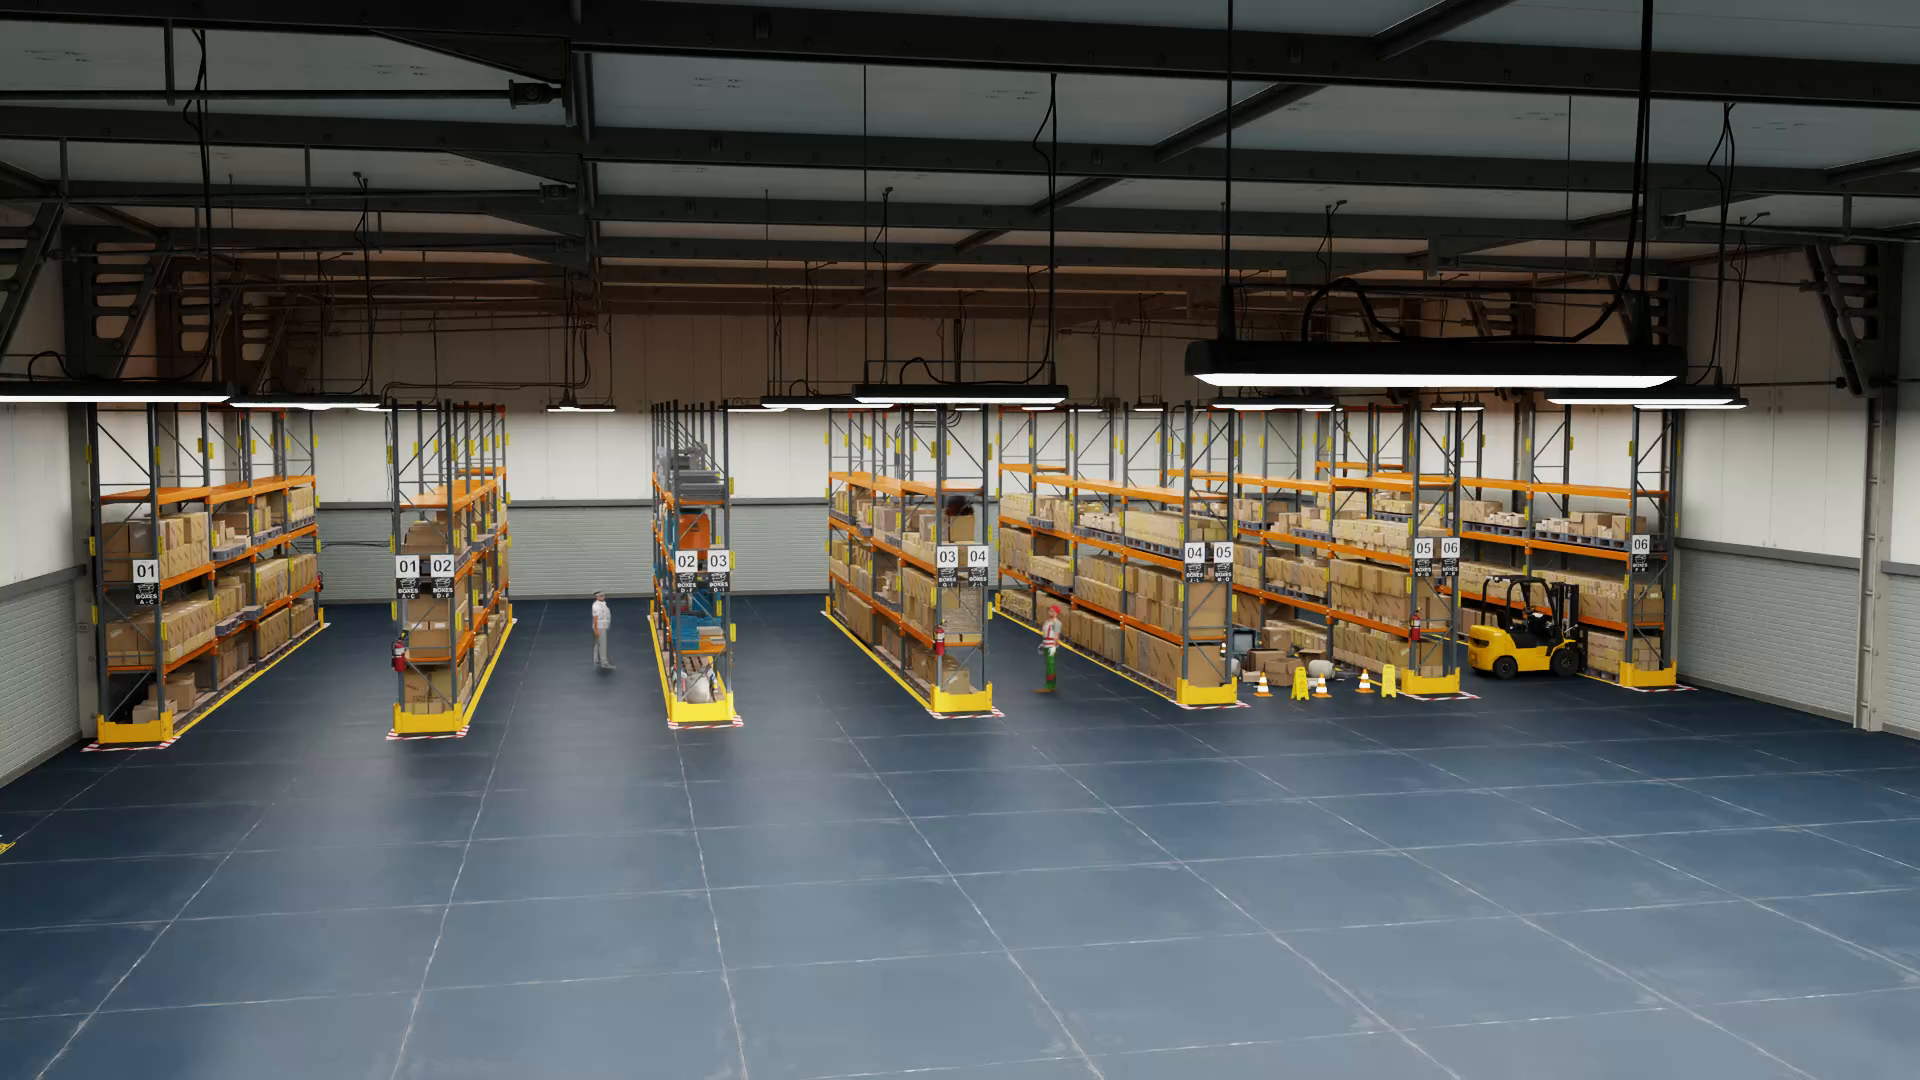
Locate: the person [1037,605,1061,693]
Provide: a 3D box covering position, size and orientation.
[{"bbox_3d":[1.824,2.246,34.421,0.528,1.773,0.596,-1,4,-9],"label":"person"}]

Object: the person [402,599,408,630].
[{"bbox_3d":[-14.774,1.547,44.246,0.397,1.674,0.460,0,4,4],"label":"person"}]

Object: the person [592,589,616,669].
[{"bbox_3d":[-8.053,2.009,37.661,0.532,1.783,0.561,0,4,-3],"label":"person"}]

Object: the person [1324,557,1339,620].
[{"bbox_3d":[10.420,1.332,46.573,0.478,1.784,0.632,-1,4,-8],"label":"person"}]
